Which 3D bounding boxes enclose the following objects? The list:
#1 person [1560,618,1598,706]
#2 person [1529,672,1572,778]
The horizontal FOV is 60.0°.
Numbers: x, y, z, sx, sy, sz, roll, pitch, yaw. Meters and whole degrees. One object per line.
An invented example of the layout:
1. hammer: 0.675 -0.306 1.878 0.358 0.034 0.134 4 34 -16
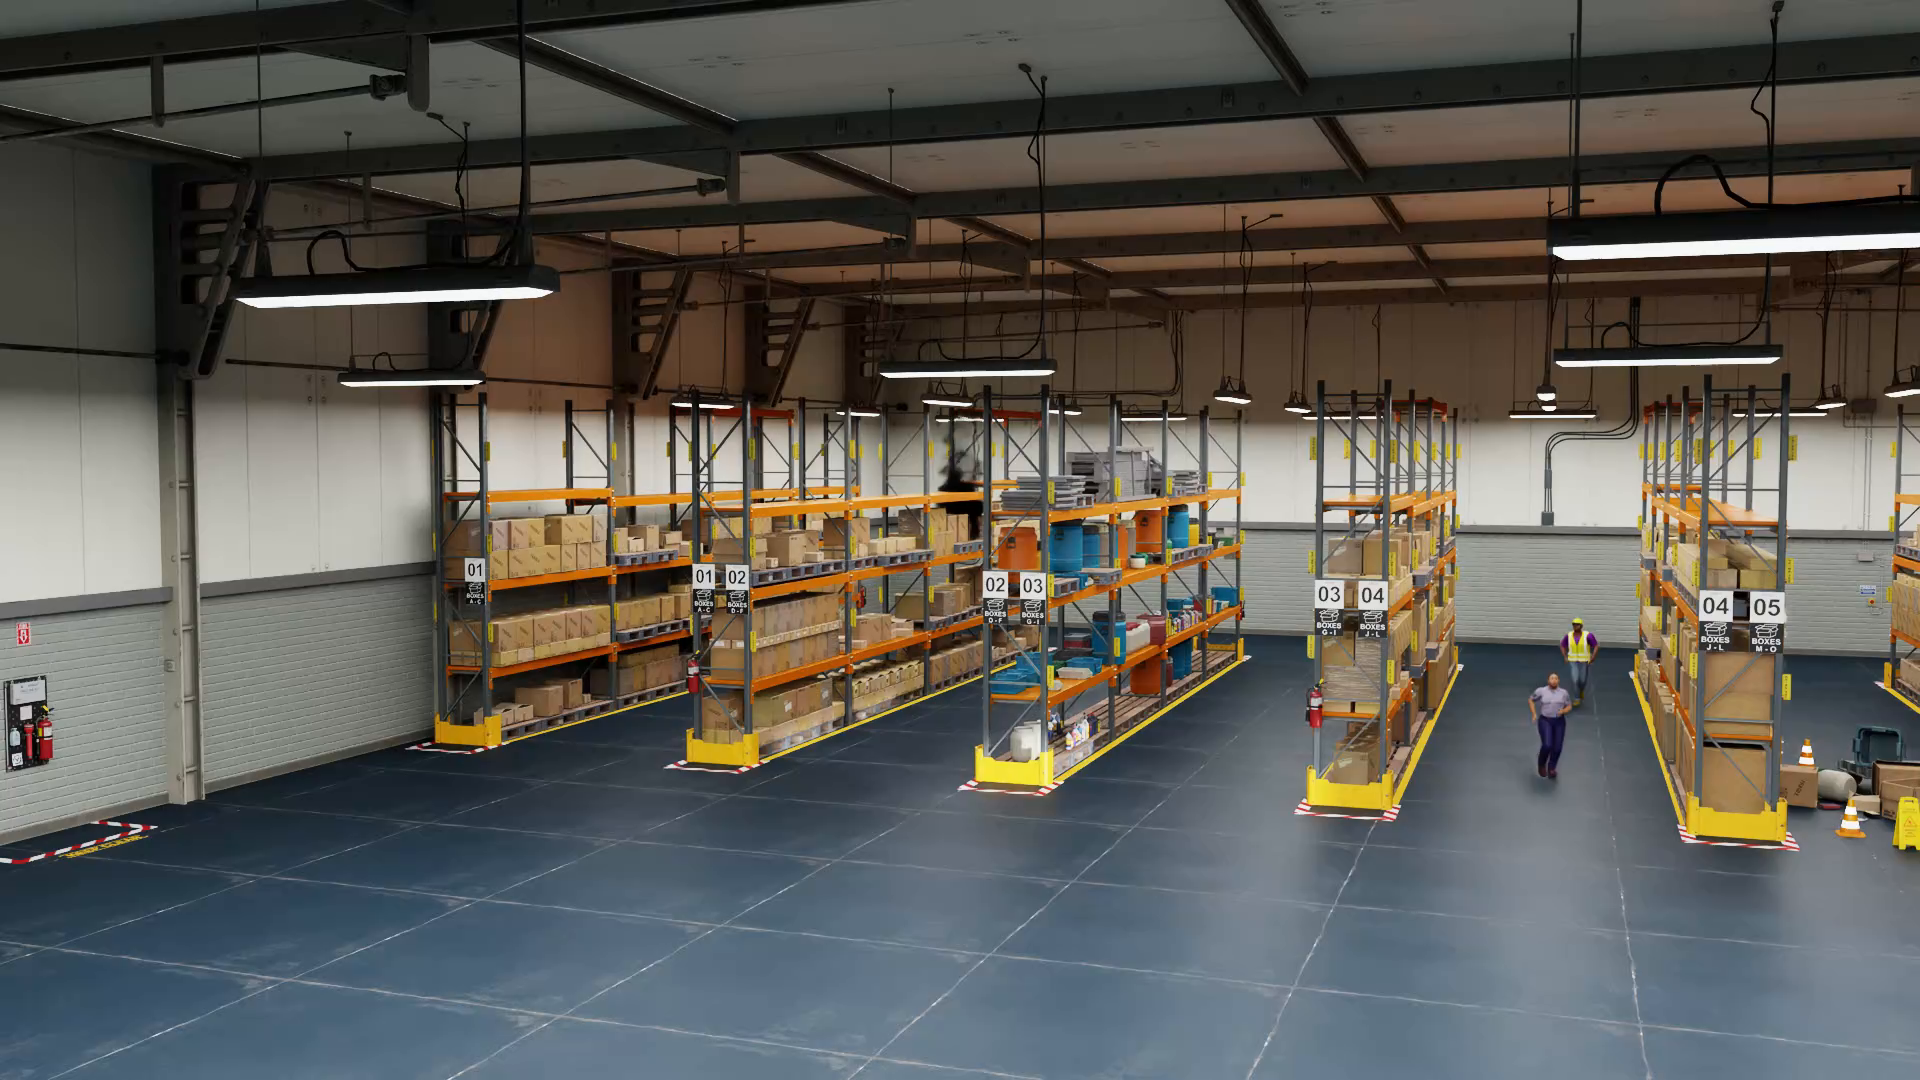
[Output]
1. person: 12.181 2.401 32.753 0.698 1.729 0.527 2 3 27
2. person: 9.047 2.829 25.418 0.586 1.621 0.625 0 3 6
